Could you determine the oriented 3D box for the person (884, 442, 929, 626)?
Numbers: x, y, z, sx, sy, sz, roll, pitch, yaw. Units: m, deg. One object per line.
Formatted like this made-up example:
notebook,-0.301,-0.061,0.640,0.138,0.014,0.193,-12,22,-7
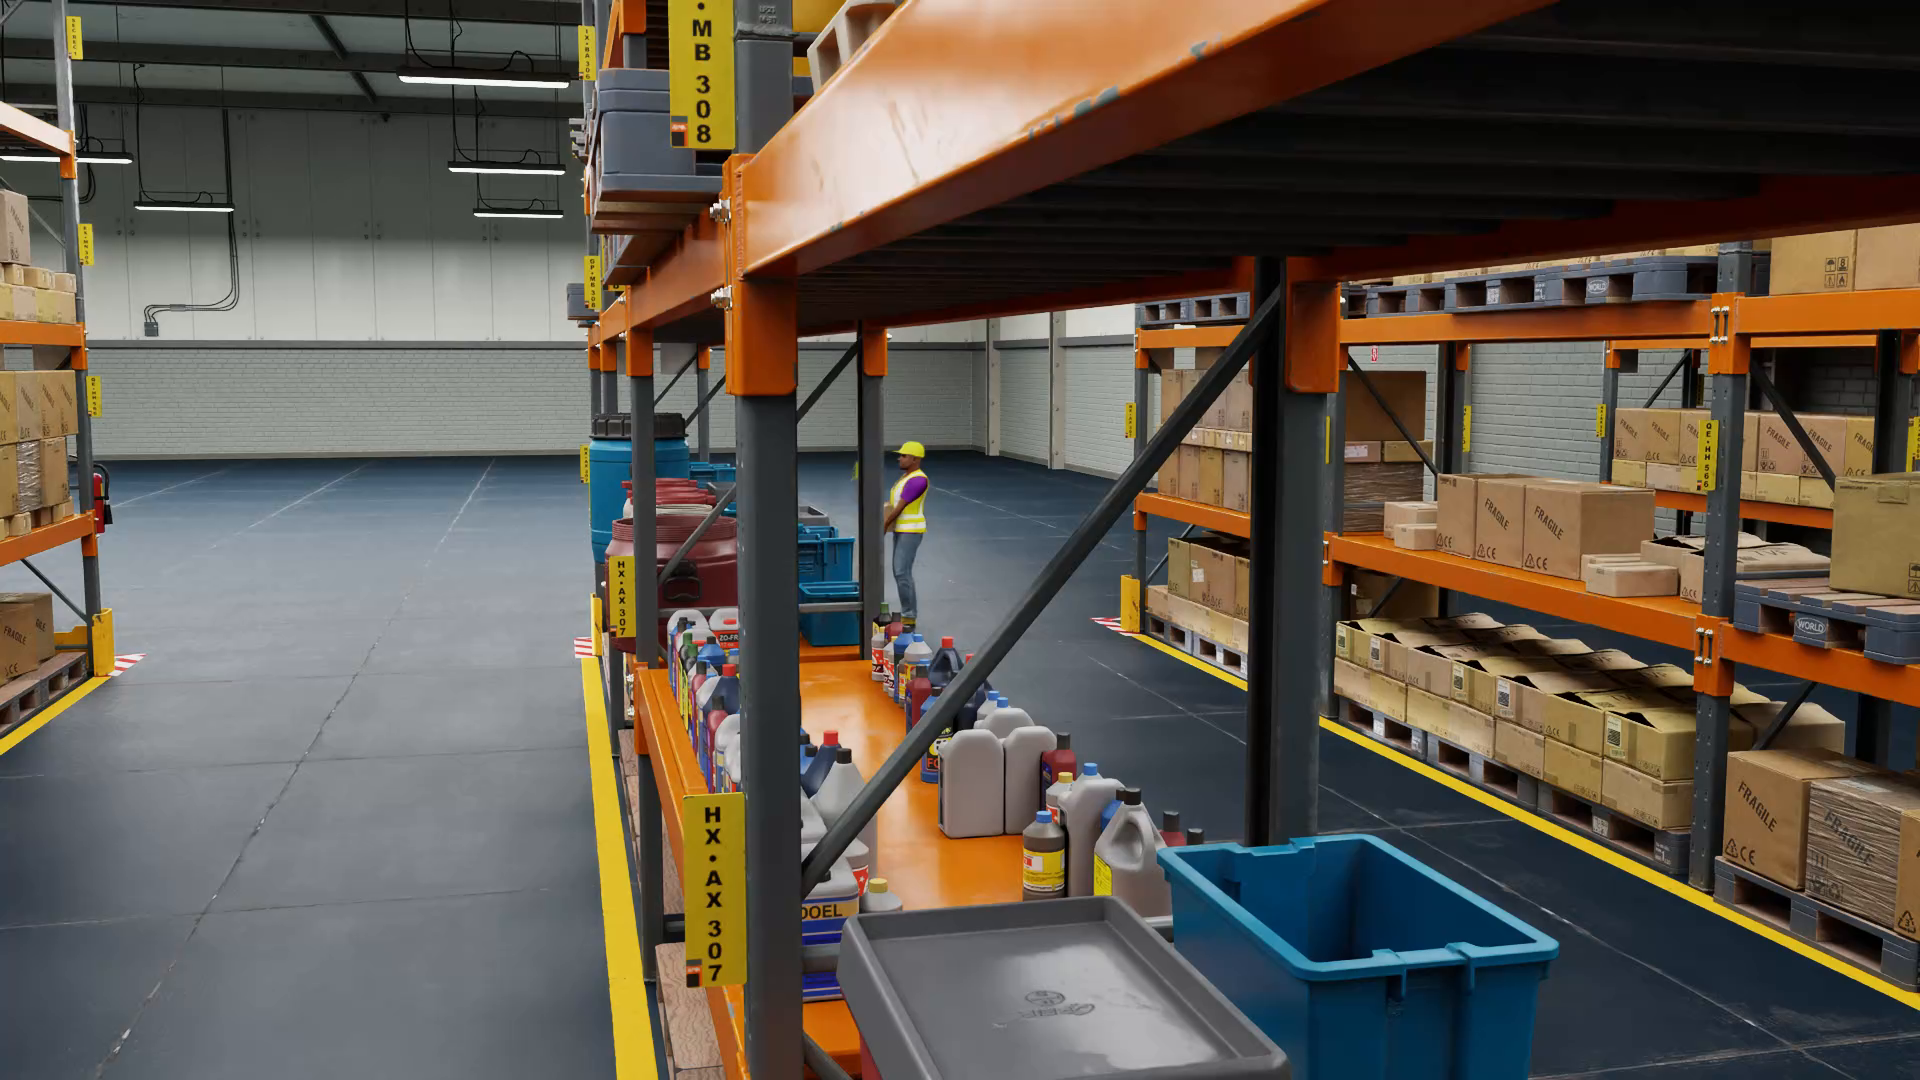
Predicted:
person,-0.601,-0.061,15.946,0.581,1.759,0.504,-1,6,-13
